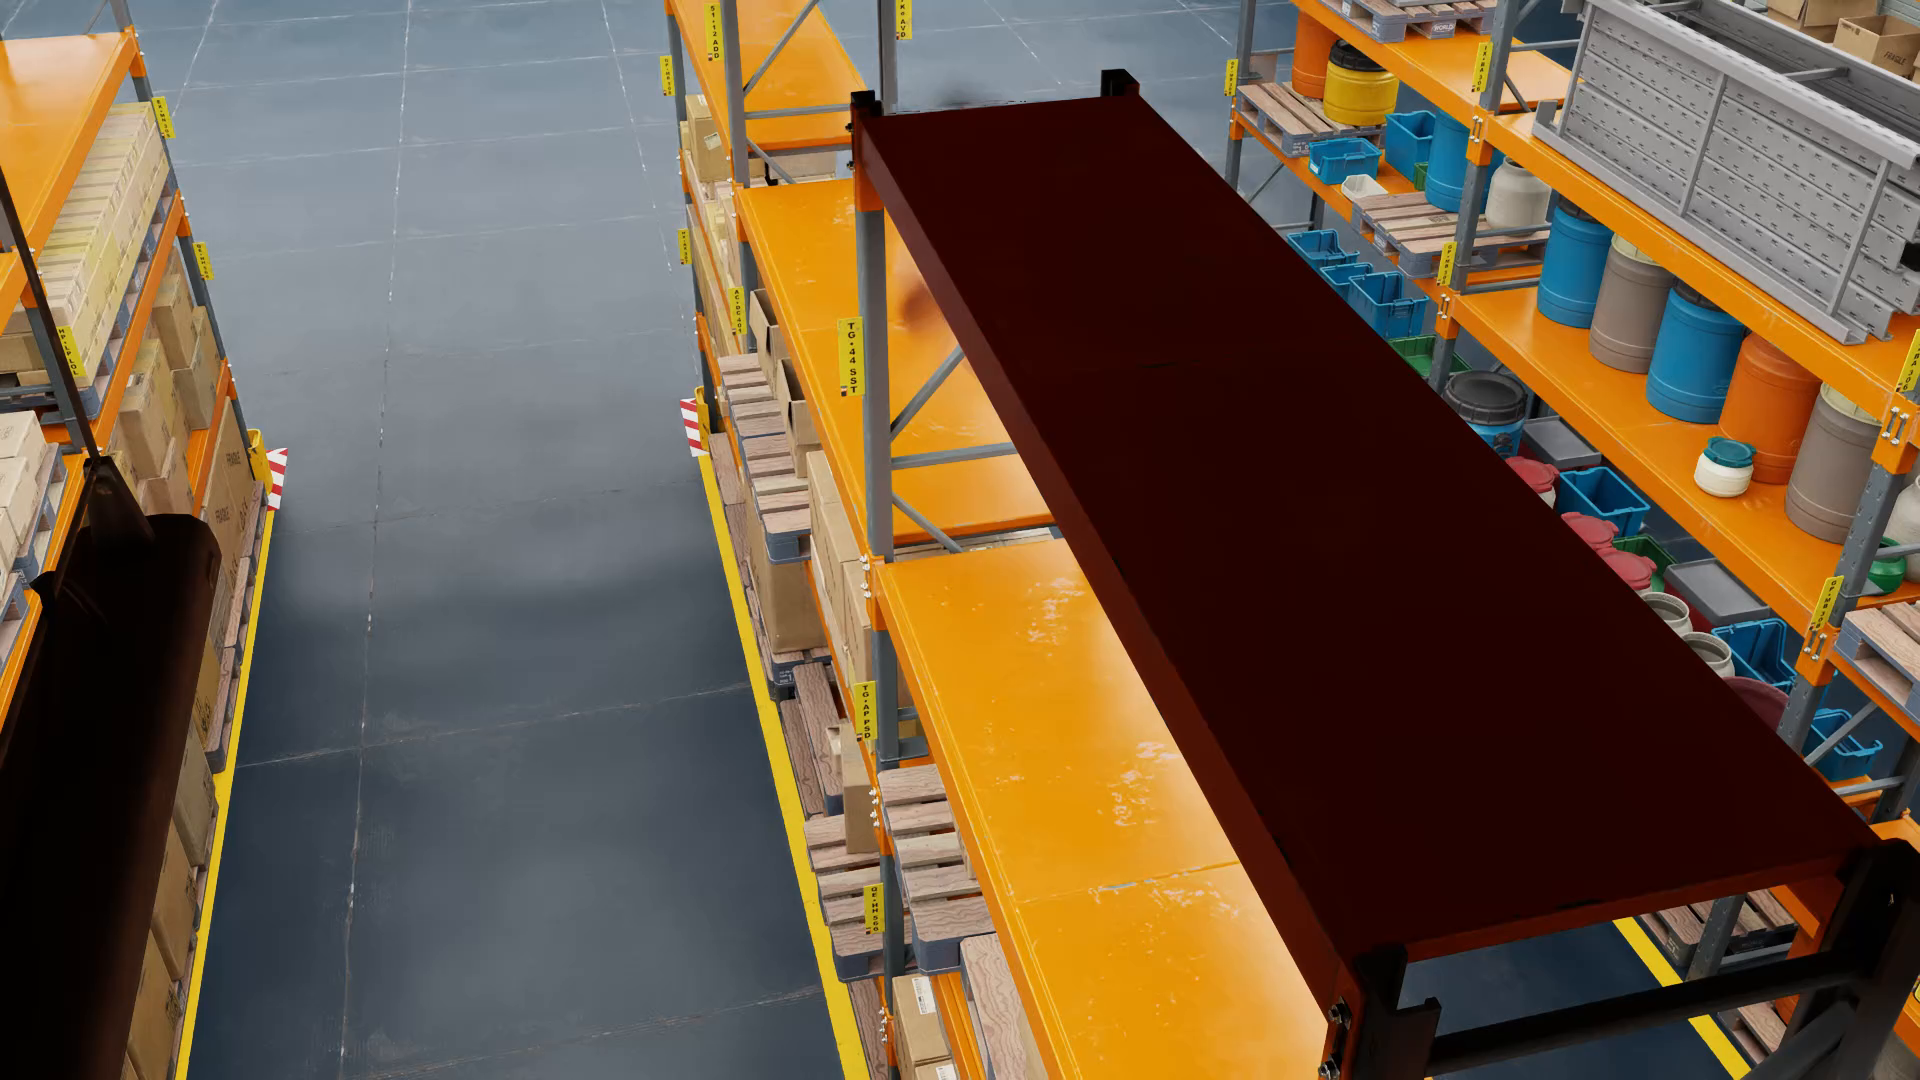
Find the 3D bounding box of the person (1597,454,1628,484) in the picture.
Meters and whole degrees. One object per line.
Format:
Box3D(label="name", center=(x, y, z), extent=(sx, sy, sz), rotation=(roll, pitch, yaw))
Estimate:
Box3D(label="person", center=(5.324, -0.666, 13.534), extent=(0.704, 1.746, 0.620), rotation=(-15, 37, -21))
